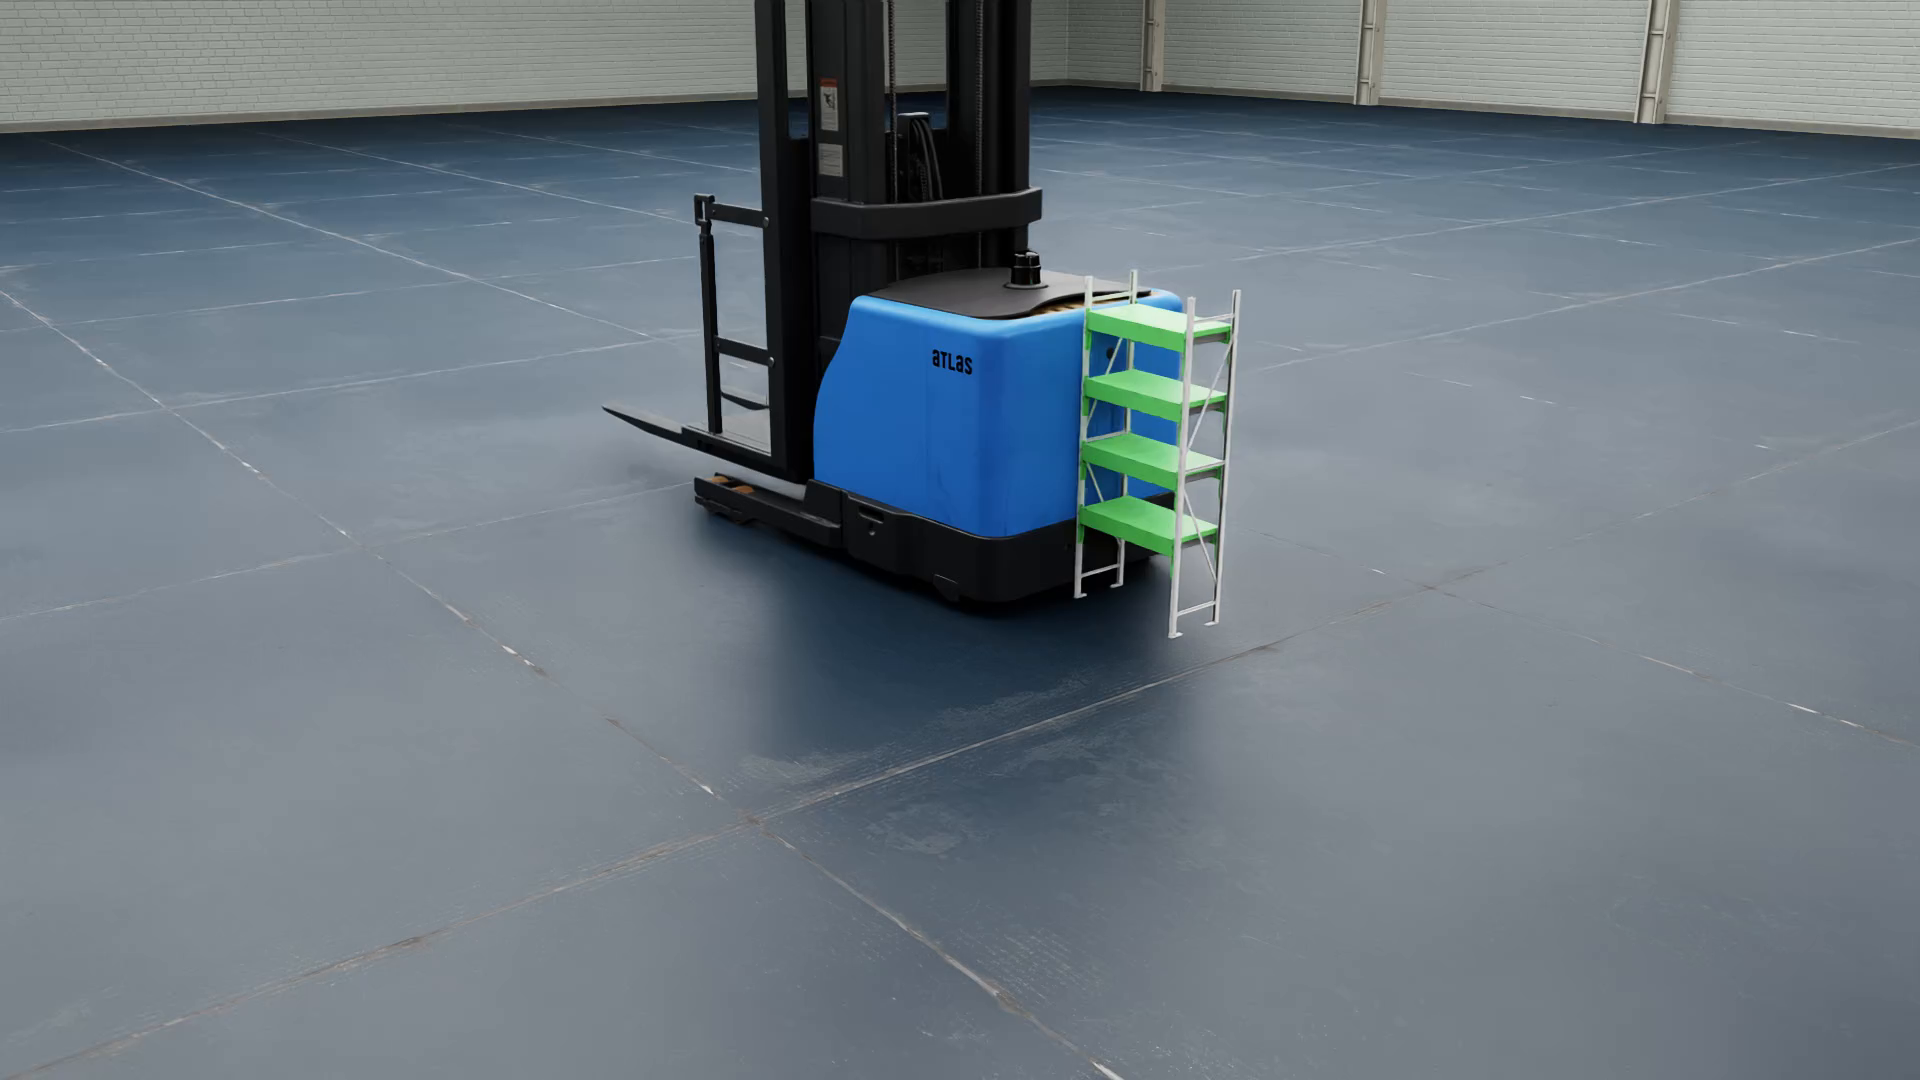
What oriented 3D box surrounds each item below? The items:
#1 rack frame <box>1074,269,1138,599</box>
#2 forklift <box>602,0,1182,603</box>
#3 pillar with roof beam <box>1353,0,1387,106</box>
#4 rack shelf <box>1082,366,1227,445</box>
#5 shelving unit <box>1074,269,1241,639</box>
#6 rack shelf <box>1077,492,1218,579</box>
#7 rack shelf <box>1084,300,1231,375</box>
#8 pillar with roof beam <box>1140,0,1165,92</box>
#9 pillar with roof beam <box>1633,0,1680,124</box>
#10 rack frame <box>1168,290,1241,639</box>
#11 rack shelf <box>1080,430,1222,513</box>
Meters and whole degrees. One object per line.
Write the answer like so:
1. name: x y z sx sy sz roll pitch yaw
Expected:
1. rack frame: 0.528 -0.374 6.053 0.240 1.200 0.015 -14 24 -37
2. forklift: -0.498 -1.550 6.882 1.130 2.935 3.031 -16 24 -39
3. pillar with roof beam: 4.630 -12.013 28.826 9.100 9.000 0.400 -14 23 -36
4. rack shelf: 0.684 -0.476 5.817 0.258 0.148 0.480 -14 24 -37
5. shelving unit: 0.682 -0.310 5.874 0.258 1.200 0.503 -14 24 -37
6. rack shelf: 0.678 -0.023 5.974 0.258 0.148 0.480 -14 24 -37
7. rack shelf: 0.687 -0.703 5.738 0.258 0.148 0.480 -14 24 -37
8. pillar with roof beam: 0.905 -13.491 33.290 9.100 9.000 0.400 -14 23 -36
9. pillar with roof beam: 8.355 -10.534 24.361 9.100 9.000 0.400 -14 23 -36
10. rack frame: 0.835 -0.246 5.696 0.240 1.200 0.015 -14 24 -37
11. rack shelf: 0.681 -0.250 5.895 0.258 0.148 0.480 -14 24 -37
